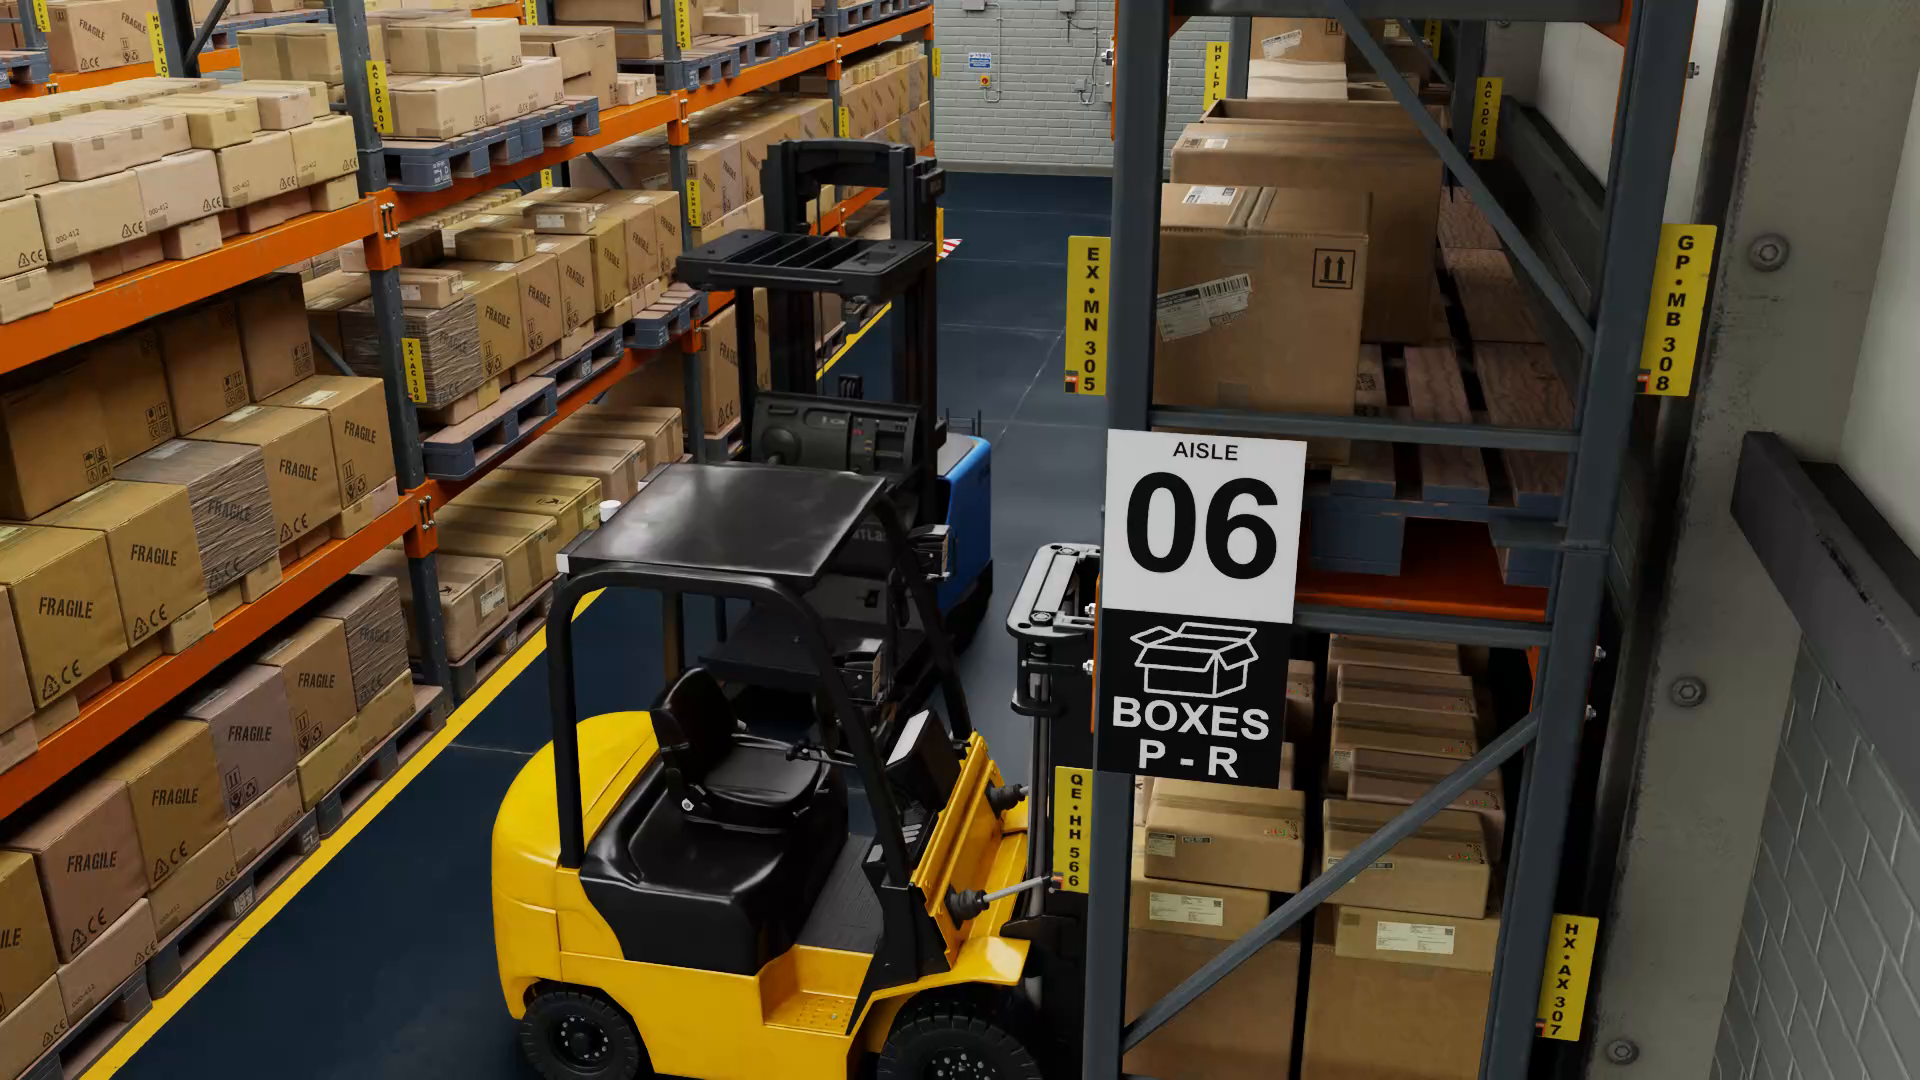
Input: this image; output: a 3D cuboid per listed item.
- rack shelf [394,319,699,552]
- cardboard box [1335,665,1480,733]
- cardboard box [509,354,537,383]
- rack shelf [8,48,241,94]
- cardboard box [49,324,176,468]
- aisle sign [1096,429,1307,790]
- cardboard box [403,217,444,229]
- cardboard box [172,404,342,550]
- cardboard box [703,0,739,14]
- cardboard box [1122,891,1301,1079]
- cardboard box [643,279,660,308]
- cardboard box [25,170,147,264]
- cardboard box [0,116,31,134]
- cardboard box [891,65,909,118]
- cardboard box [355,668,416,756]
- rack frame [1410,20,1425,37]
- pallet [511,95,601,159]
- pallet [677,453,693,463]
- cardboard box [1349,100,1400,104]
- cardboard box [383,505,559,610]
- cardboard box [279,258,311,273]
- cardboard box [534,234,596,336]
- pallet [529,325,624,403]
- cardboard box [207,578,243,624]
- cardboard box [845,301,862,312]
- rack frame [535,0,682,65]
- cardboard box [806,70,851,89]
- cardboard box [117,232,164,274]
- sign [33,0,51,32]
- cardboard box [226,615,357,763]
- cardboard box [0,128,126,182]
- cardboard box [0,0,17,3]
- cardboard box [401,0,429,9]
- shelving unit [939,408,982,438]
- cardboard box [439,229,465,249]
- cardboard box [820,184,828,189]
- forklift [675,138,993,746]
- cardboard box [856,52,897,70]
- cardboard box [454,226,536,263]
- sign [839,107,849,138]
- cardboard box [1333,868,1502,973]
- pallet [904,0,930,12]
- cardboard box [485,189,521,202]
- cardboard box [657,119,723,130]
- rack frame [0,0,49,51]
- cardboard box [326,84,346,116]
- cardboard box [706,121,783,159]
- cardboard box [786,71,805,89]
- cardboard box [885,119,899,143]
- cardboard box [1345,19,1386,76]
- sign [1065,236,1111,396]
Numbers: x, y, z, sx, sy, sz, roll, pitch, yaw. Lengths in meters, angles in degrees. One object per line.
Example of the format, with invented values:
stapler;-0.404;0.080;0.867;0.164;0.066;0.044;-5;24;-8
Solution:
rack shelf;-2.842;-0.877;10.479;1.077;0.370;4.000;4;22;11
cardboard box;1.263;0.489;4.725;0.380;0.149;0.250;5;22;11
cardboard box;-2.692;-1.027;9.661;0.380;0.149;0.250;5;22;12
rack shelf;-6.892;-4.072;14.396;1.077;0.370;4.000;4;22;11
cardboard box;-3.807;-0.616;6.998;0.700;0.500;0.500;4;22;10
aisle sign;0.493;0.156;3.470;0.394;0.787;0.004;4;22;11
cardboard box;-5.956;-3.486;18.452;0.380;0.149;0.250;4;22;9
cardboard box;-3.196;-0.293;7.535;0.500;0.500;0.500;5;23;13
cardboard box;-2.082;-4.737;14.390;0.500;0.500;0.500;4;22;10
cardboard box;0.637;1.114;4.438;0.500;0.500;0.500;4;22;10
cardboard box;-2.262;-1.683;11.293;0.380;0.149;0.250;4;22;10
cardboard box;-3.386;-1.200;6.105;0.500;0.250;0.500;5;22;12
cardboard box;-3.846;-1.553;6.449;0.380;0.149;0.250;4;22;10
cardboard box;-0.849;-4.810;17.808;0.500;0.500;0.500;4;22;11
cardboard box;-3.108;0.838;8.376;0.500;0.250;0.500;5;23;13
rack frame;2.426;-4.348;10.104;1.000;3.000;0.127;4;22;11
pallet;-2.811;-2.381;9.486;1.213;0.211;1.003;4;22;11
pallet;-2.595;-0.363;11.972;1.003;0.211;1.213;4;22;11
cardboard box;1.909;-2.015;7.966;0.380;0.149;0.250;4;22;11
cardboard box;-3.002;0.090;10.071;0.950;0.372;0.625;6;23;14
cardboard box;-6.507;-2.650;15.698;0.500;0.250;0.500;6;23;13
cardboard box;-2.564;-1.560;10.117;0.500;0.500;0.500;4;22;9
pallet;-2.798;-1.126;10.391;1.003;0.211;1.213;4;22;11
cardboard box;-3.303;0.241;7.076;0.380;0.149;0.250;4;22;10
cardboard box;-1.385;-2.633;16.743;0.875;0.438;0.875;4;22;10
rack frame;-2.434;-4.725;11.040;1.000;3.000;0.127;4;22;11
cardboard box;-1.263;-4.407;15.940;0.380;0.149;0.250;5;22;12
cardboard box;-3.376;-1.152;6.519;0.380;0.149;0.250;5;22;12
sign;-6.759;-3.905;12.222;0.100;0.325;0.005;4;22;11
cardboard box;-3.210;0.677;7.773;0.500;0.500;0.500;5;22;12
cardboard box;-3.324;-1.417;6.111;0.380;0.149;0.250;5;22;12
cardboard box;-7.472;-4.243;12.700;0.396;0.266;0.258;4;22;11
cardboard box;-5.913;-5.589;17.402;0.500;0.250;0.500;5;23;13
shelving unit;0.002;-0.420;11.193;0.258;0.900;0.210;4;22;11
cardboard box;-3.063;-1.606;10.232;0.500;0.500;0.500;4;22;9
cardboard box;-1.470;-3.388;15.281;0.500;0.250;0.500;4;22;11
forklift;-0.742;-0.516;8.710;1.130;2.935;3.031;7;23;17
cardboard box;-0.886;-5.062;17.566;0.380;0.149;0.250;5;22;12
cardboard box;-2.687;-1.709;9.621;0.380;0.149;0.250;6;23;14
sign;-1.085;-3.868;15.498;0.100;0.325;0.005;4;22;11
cardboard box;1.117;0.909;4.079;0.380;0.149;0.250;4;22;10
pallet;-0.943;-5.946;18.206;1.003;0.211;1.213;4;22;11
cardboard box;-5.528;-4.144;20.085;0.380;0.149;0.250;5;22;12
cardboard box;-2.270;-3.215;13.850;0.500;0.500;0.500;4;22;10
rack frame;-7.301;-5.065;11.885;1.000;3.000;0.127;4;22;11
cardboard box;-3.273;-2.221;8.475;0.500;0.250;0.500;4;22;10
cardboard box;-1.775;-3.169;13.733;0.500;0.500;0.500;5;22;12
cardboard box;-1.706;-4.441;16.025;0.380;0.149;0.250;5;22;12
cardboard box;-0.946;-4.157;17.525;0.500;0.500;0.500;5;22;13
cardboard box;2.034;-2.806;9.460;0.700;0.500;0.500;4;22;10
sign;0.265;-0.451;3.364;0.100;0.325;0.005;4;22;11
